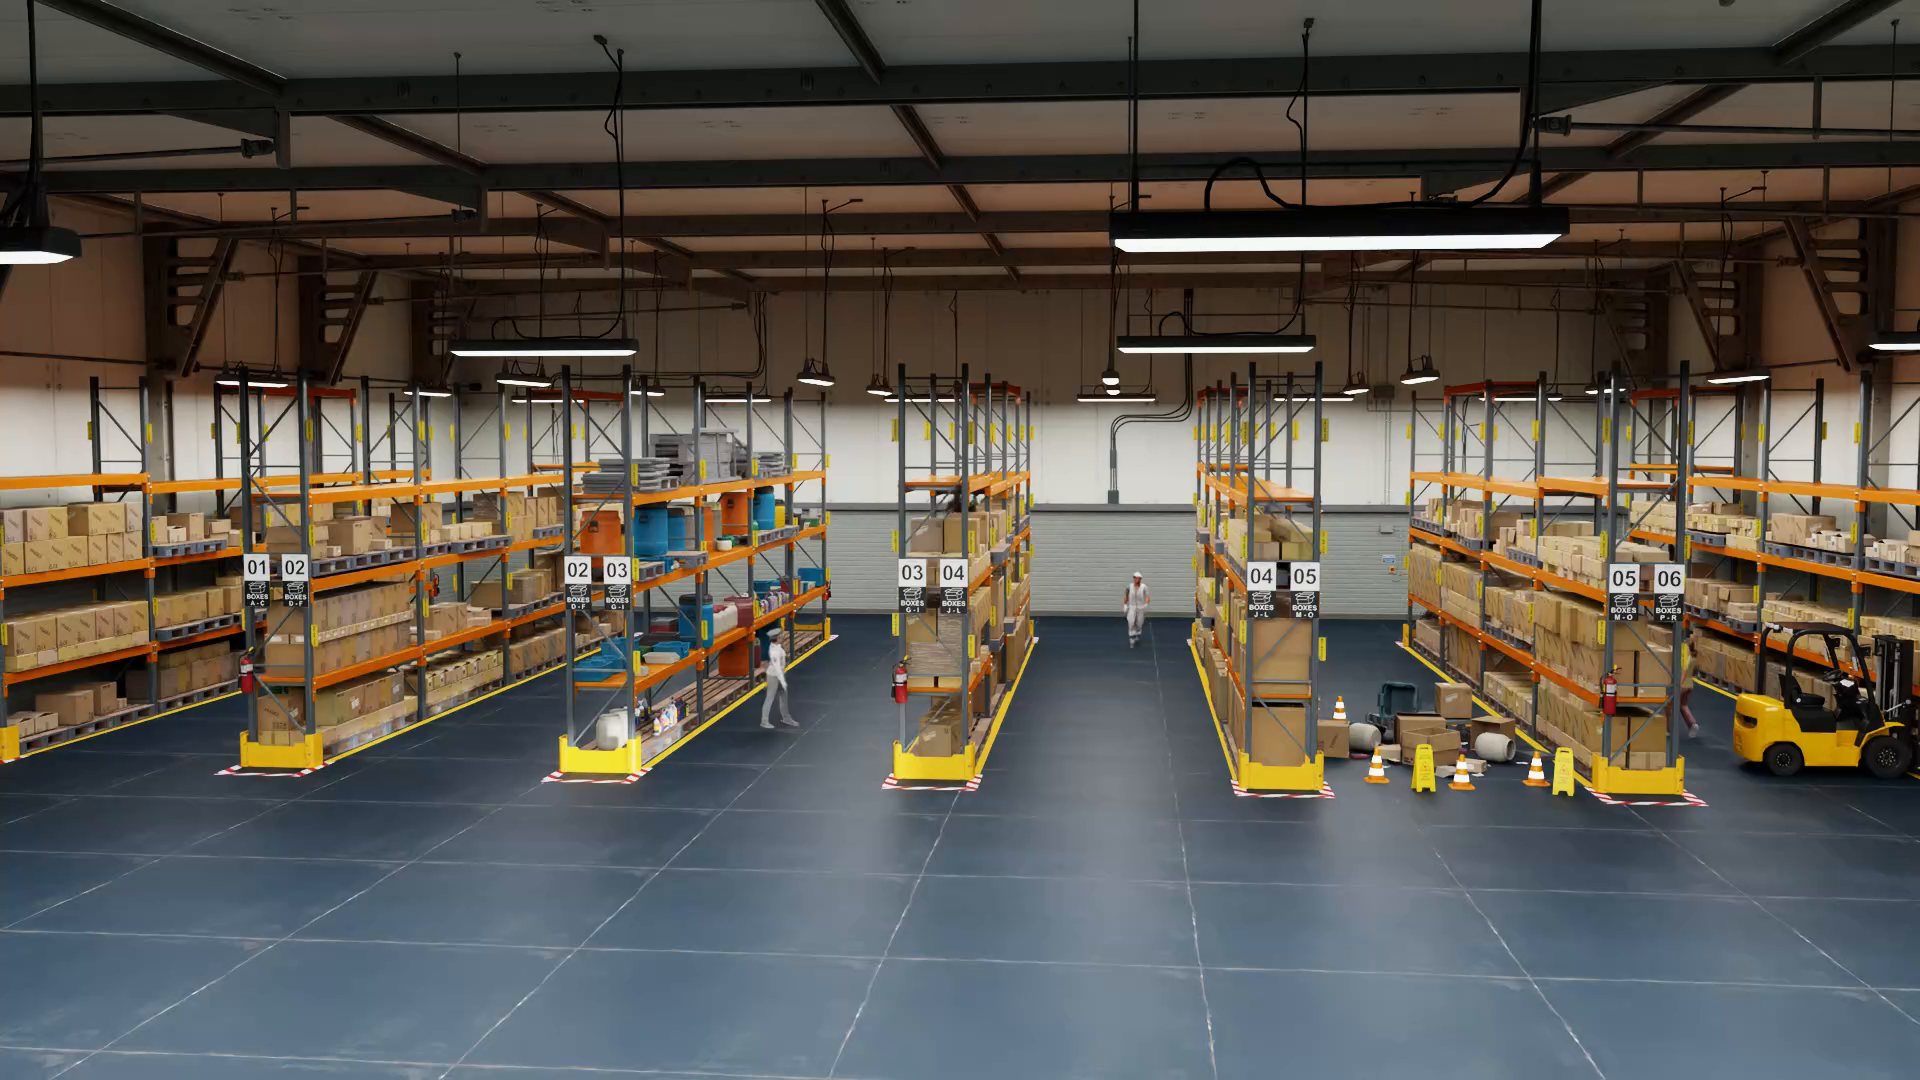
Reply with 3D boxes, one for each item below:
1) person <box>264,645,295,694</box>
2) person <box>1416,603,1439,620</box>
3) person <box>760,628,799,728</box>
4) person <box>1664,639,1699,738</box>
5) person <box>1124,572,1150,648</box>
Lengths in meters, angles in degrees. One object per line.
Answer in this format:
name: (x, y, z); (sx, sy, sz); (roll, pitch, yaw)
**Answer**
person: (-11.516, 2.301, 28.252); (0.472, 1.793, 0.615); (2, 4, 32)
person: (11.373, 1.562, 40.248); (1.045, 1.661, 0.699); (2, 4, 24)
person: (-3.052, 2.319, 27.994); (0.552, 1.701, 0.635); (1, 4, 8)
person: (11.860, 2.443, 27.376); (0.484, 1.634, 0.617); (-2, 4, -28)
person: (4.154, 1.657, 39.084); (0.610, 1.813, 0.877); (0, 4, 7)
